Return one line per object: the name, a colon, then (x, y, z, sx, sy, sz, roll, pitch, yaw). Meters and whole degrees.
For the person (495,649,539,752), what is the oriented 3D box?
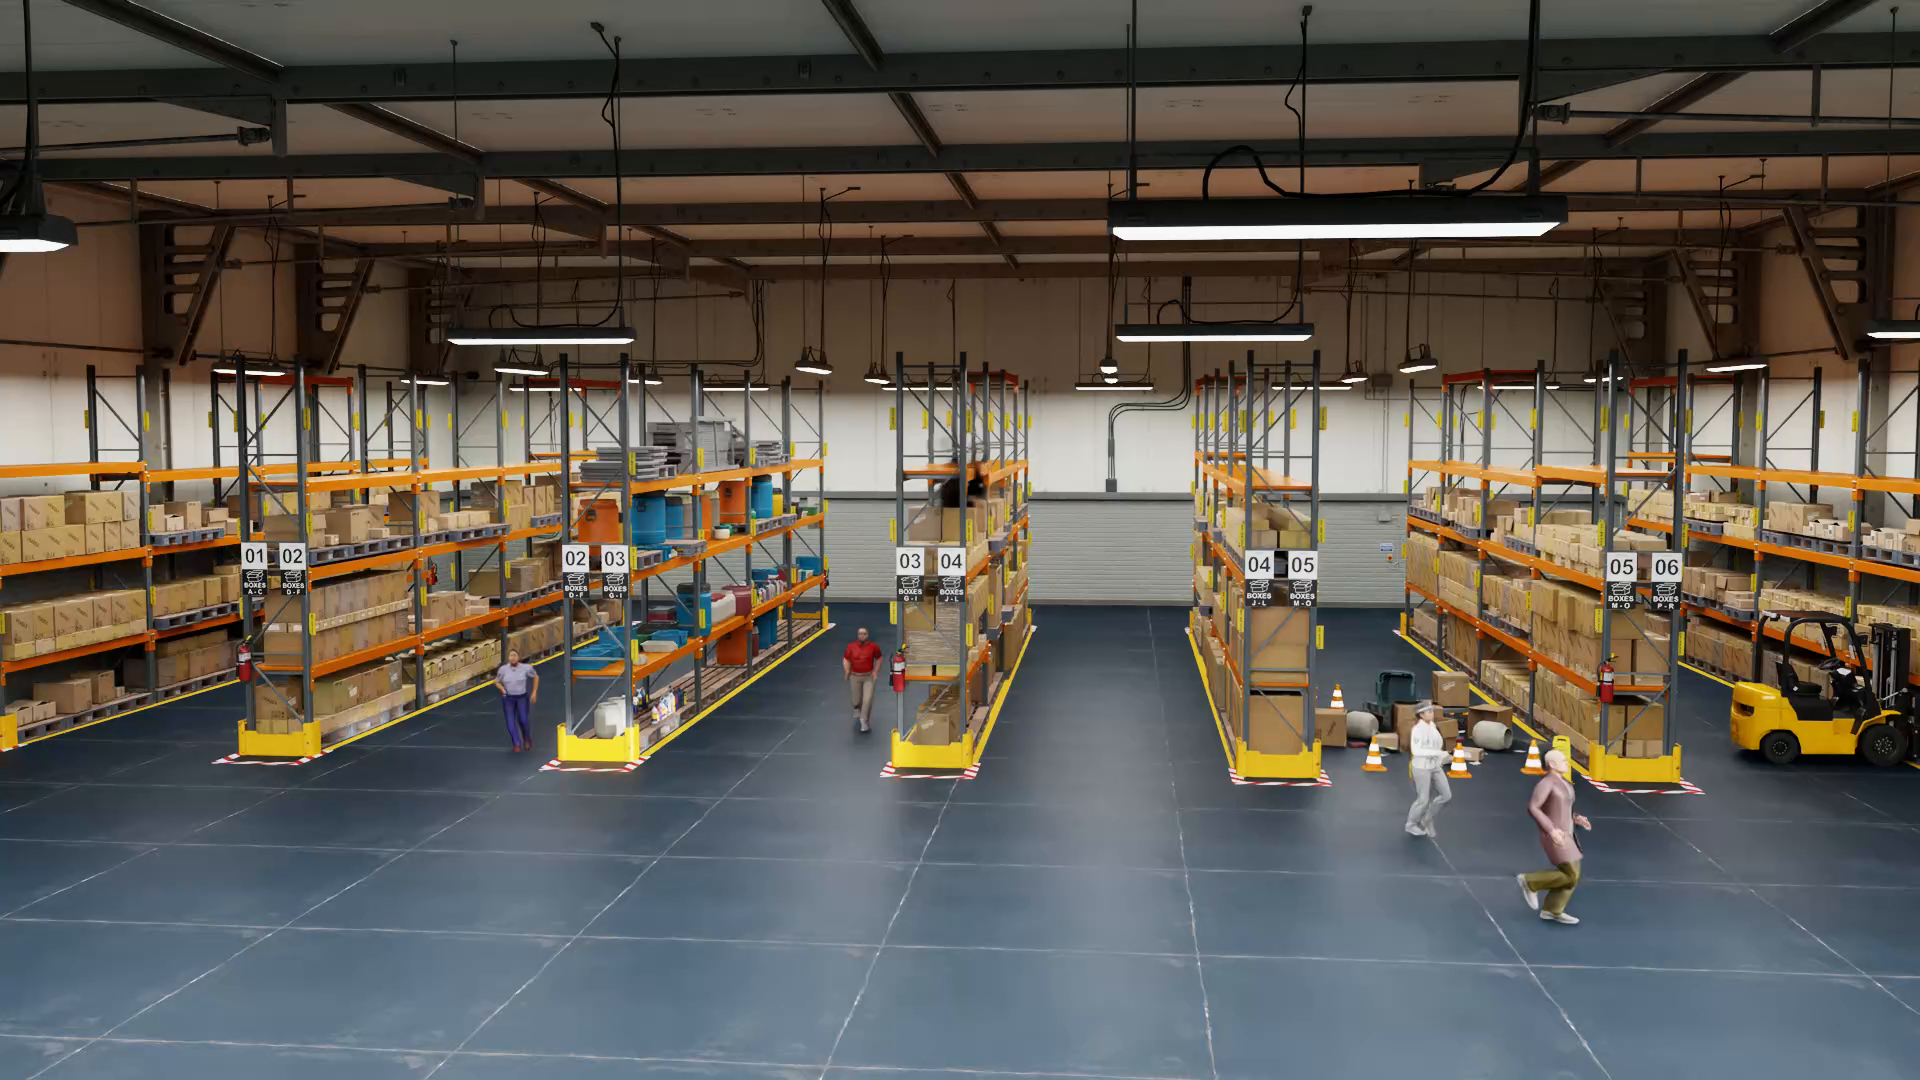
person: (-6.676, 2.429, 25.024, 0.618, 1.579, 0.679, 0, 4, -5)

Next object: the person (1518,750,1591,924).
person: (5.951, 2.960, 16.641, 0.637, 1.733, 0.710, 3, 5, 37)

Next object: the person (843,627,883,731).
person: (-1.580, 2.245, 27.125, 0.650, 1.680, 0.652, 0, 4, -3)

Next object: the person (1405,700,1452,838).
person: (5.631, 2.748, 19.907, 0.594, 1.691, 0.627, -3, 5, -39)
